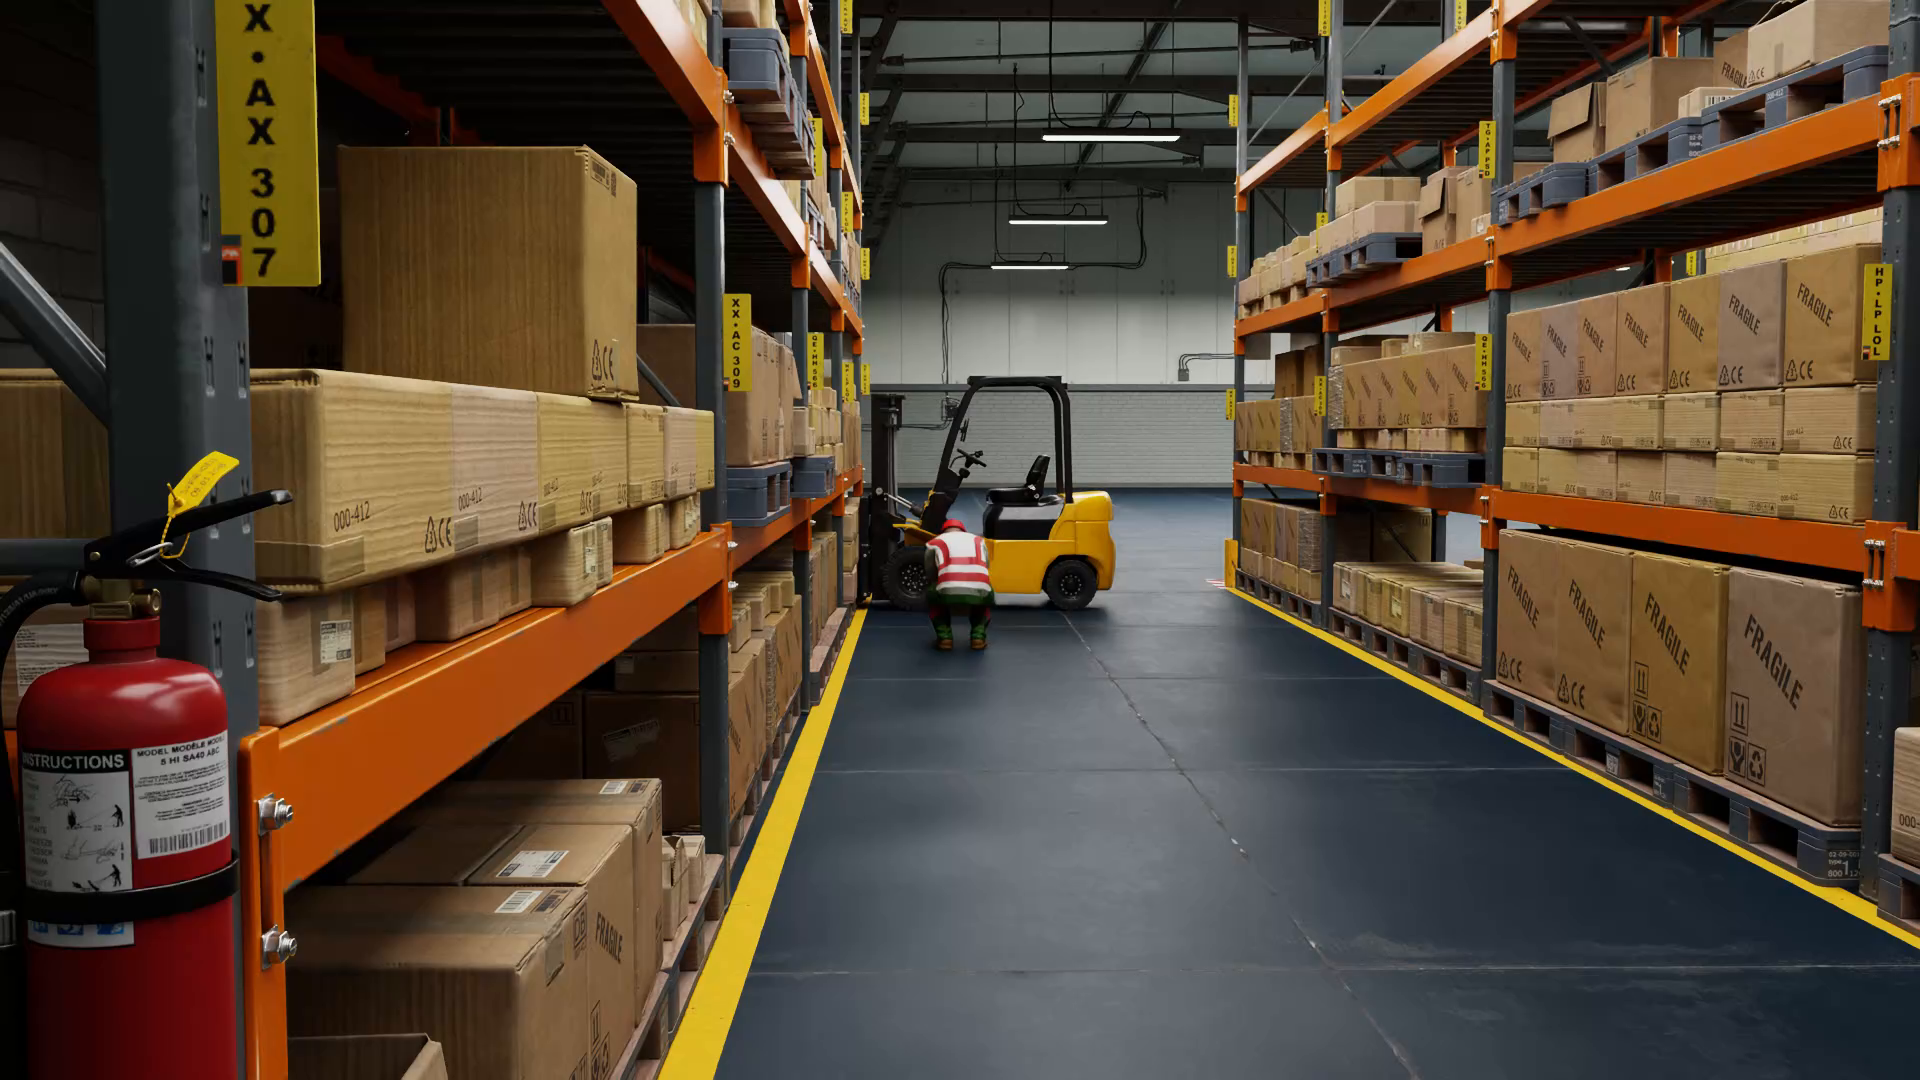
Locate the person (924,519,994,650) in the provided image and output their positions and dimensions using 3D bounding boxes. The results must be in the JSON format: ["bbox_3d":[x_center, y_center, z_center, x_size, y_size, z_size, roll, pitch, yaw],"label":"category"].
[{"bbox_3d":[-0.007,0.332,12.790,0.534,0.966,0.963,0,4,-3],"label":"person"}]
